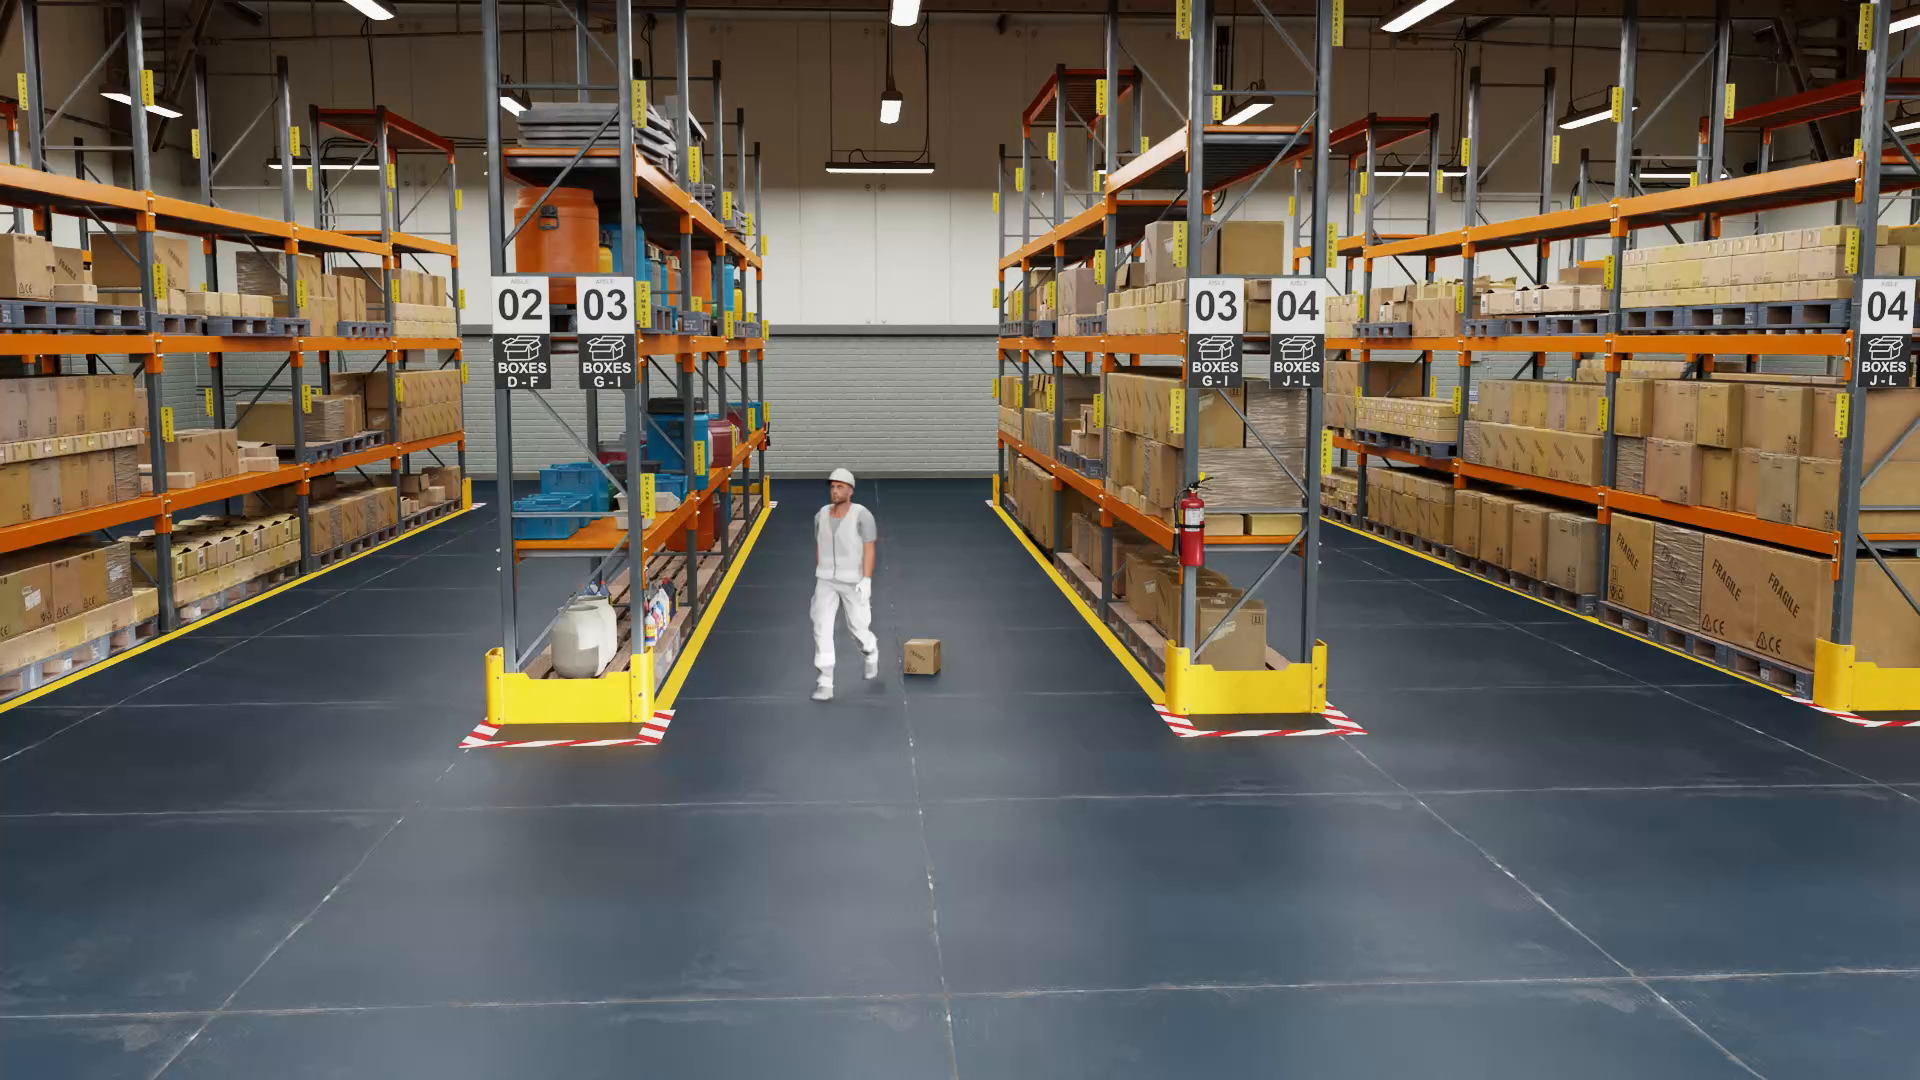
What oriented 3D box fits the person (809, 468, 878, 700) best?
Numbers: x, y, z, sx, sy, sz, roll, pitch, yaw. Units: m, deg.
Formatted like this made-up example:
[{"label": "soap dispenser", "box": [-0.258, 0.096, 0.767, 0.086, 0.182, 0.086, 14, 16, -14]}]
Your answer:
[{"label": "person", "box": [-0.892, 0.321, 12.886, 0.532, 1.756, 0.944, 2, 7, 17]}]
